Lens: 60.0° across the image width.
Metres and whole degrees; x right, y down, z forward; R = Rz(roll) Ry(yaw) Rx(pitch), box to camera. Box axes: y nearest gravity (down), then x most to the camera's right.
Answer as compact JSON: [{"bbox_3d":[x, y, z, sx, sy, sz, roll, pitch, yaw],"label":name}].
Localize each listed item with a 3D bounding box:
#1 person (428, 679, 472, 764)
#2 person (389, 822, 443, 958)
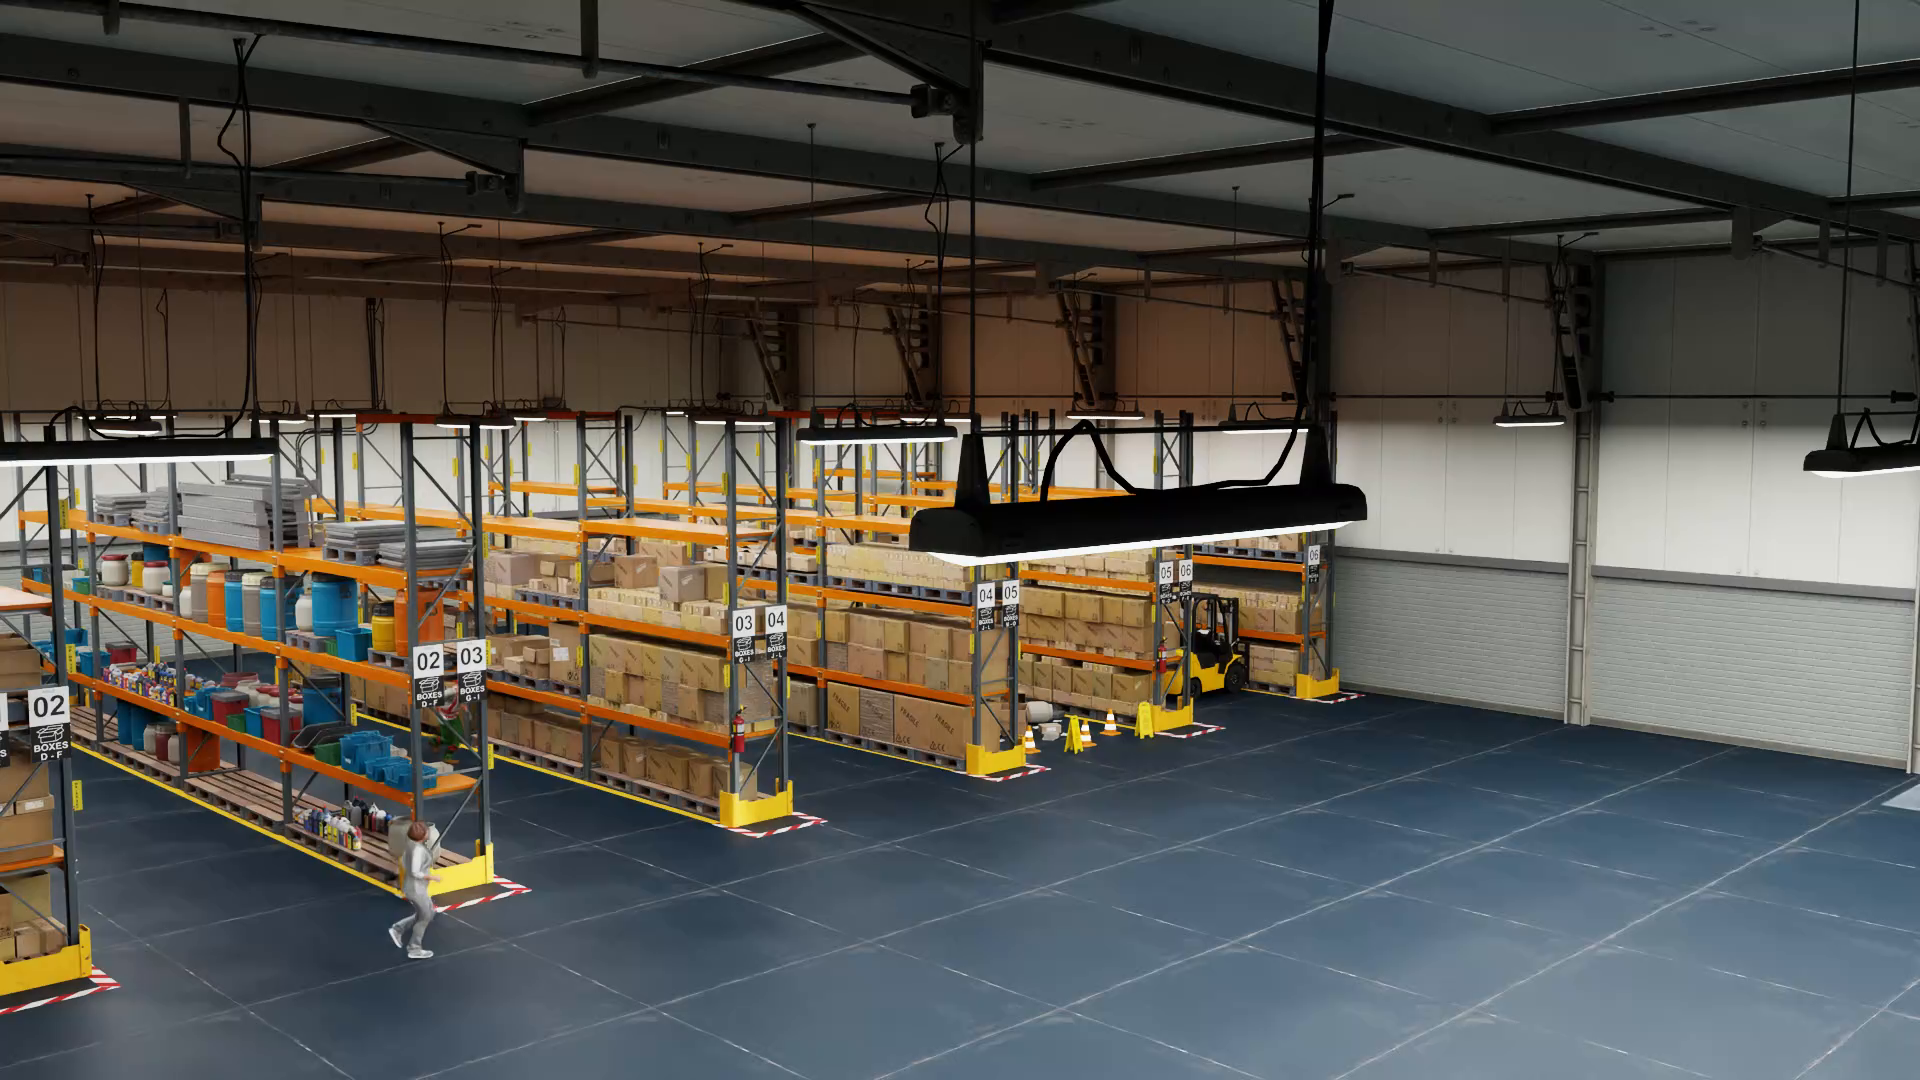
[{"bbox_3d":[-8.783,3.071,28.559,0.992,1.582,0.674,3,6,27],"label":"person"},{"bbox_3d":[-6.106,3.941,18.656,0.580,1.570,0.528,-2,5,-25],"label":"person"}]
